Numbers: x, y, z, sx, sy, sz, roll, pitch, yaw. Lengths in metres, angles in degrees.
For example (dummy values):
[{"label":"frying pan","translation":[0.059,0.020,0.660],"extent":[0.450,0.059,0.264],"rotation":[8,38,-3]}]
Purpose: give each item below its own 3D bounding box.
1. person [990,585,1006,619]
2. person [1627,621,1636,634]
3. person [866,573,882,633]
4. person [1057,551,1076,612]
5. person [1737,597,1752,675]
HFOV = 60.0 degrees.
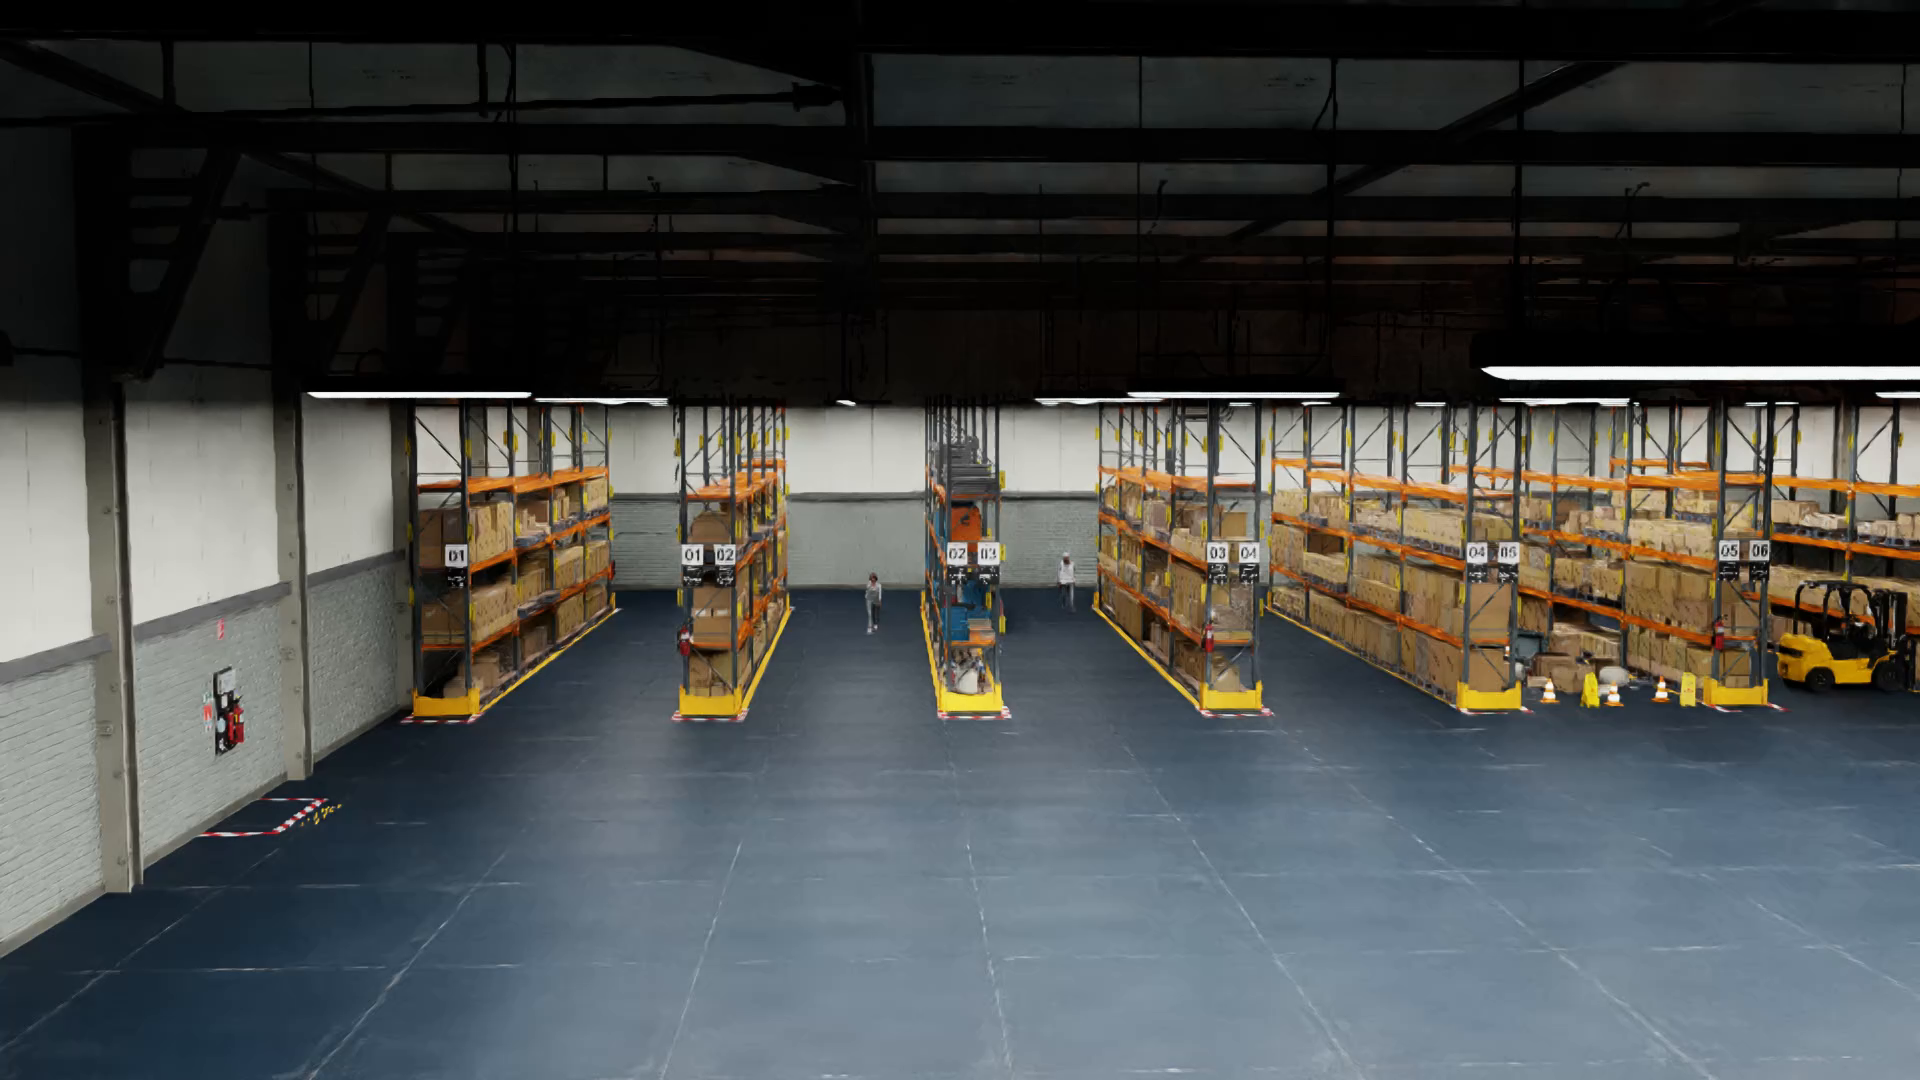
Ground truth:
[{"label":"person","translation":[0.846,1.350,45.100],"extent":[0.621,1.604,0.814],"rotation":[-2,5,-19]},{"label":"person","translation":[16.461,1.635,41.014],"extent":[0.569,1.665,0.563],"rotation":[2,5,28]},{"label":"person","translation":[-2.206,1.583,42.647],"extent":[0.415,1.517,1.041],"rotation":[0,5,-5]},{"label":"person","translation":[2.992,1.163,46.856],"extent":[0.543,1.700,1.115],"rotation":[0,5,0]},{"label":"person","translation":[16.775,2.056,35.719],"extent":[0.455,1.677,0.525],"rotation":[2,5,27]}]
